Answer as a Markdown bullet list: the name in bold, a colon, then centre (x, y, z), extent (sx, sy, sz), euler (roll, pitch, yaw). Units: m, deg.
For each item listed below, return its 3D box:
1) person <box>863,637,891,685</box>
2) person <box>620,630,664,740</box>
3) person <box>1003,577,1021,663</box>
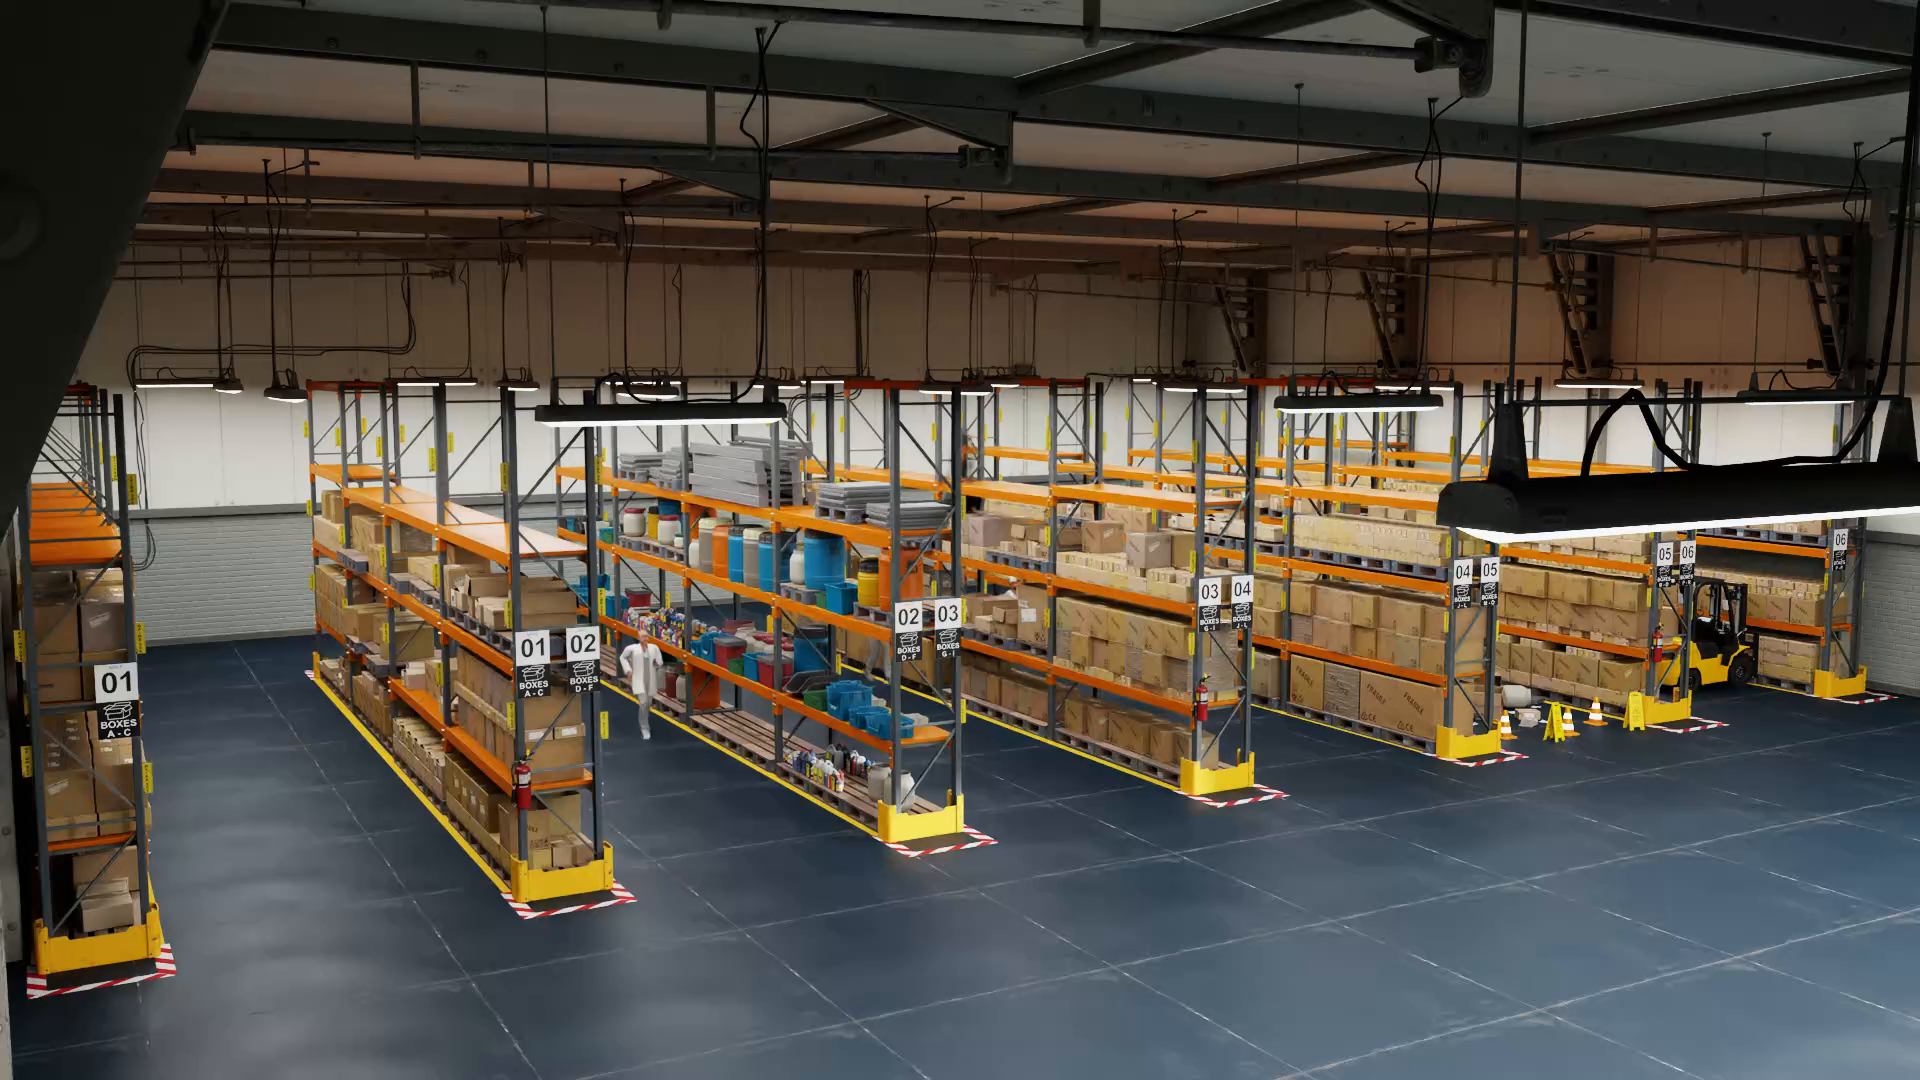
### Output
- **person**: centre (-1.500, 1.830, 31.517), extent (0.648, 1.807, 0.859), euler (-5, 8, -38)
- **person**: centre (-5.392, 2.429, 28.344), extent (0.694, 1.822, 0.876), euler (-3, 7, -29)
- **person**: centre (1.111, 1.607, 33.543), extent (0.655, 1.749, 0.571), euler (-4, 7, -33)
